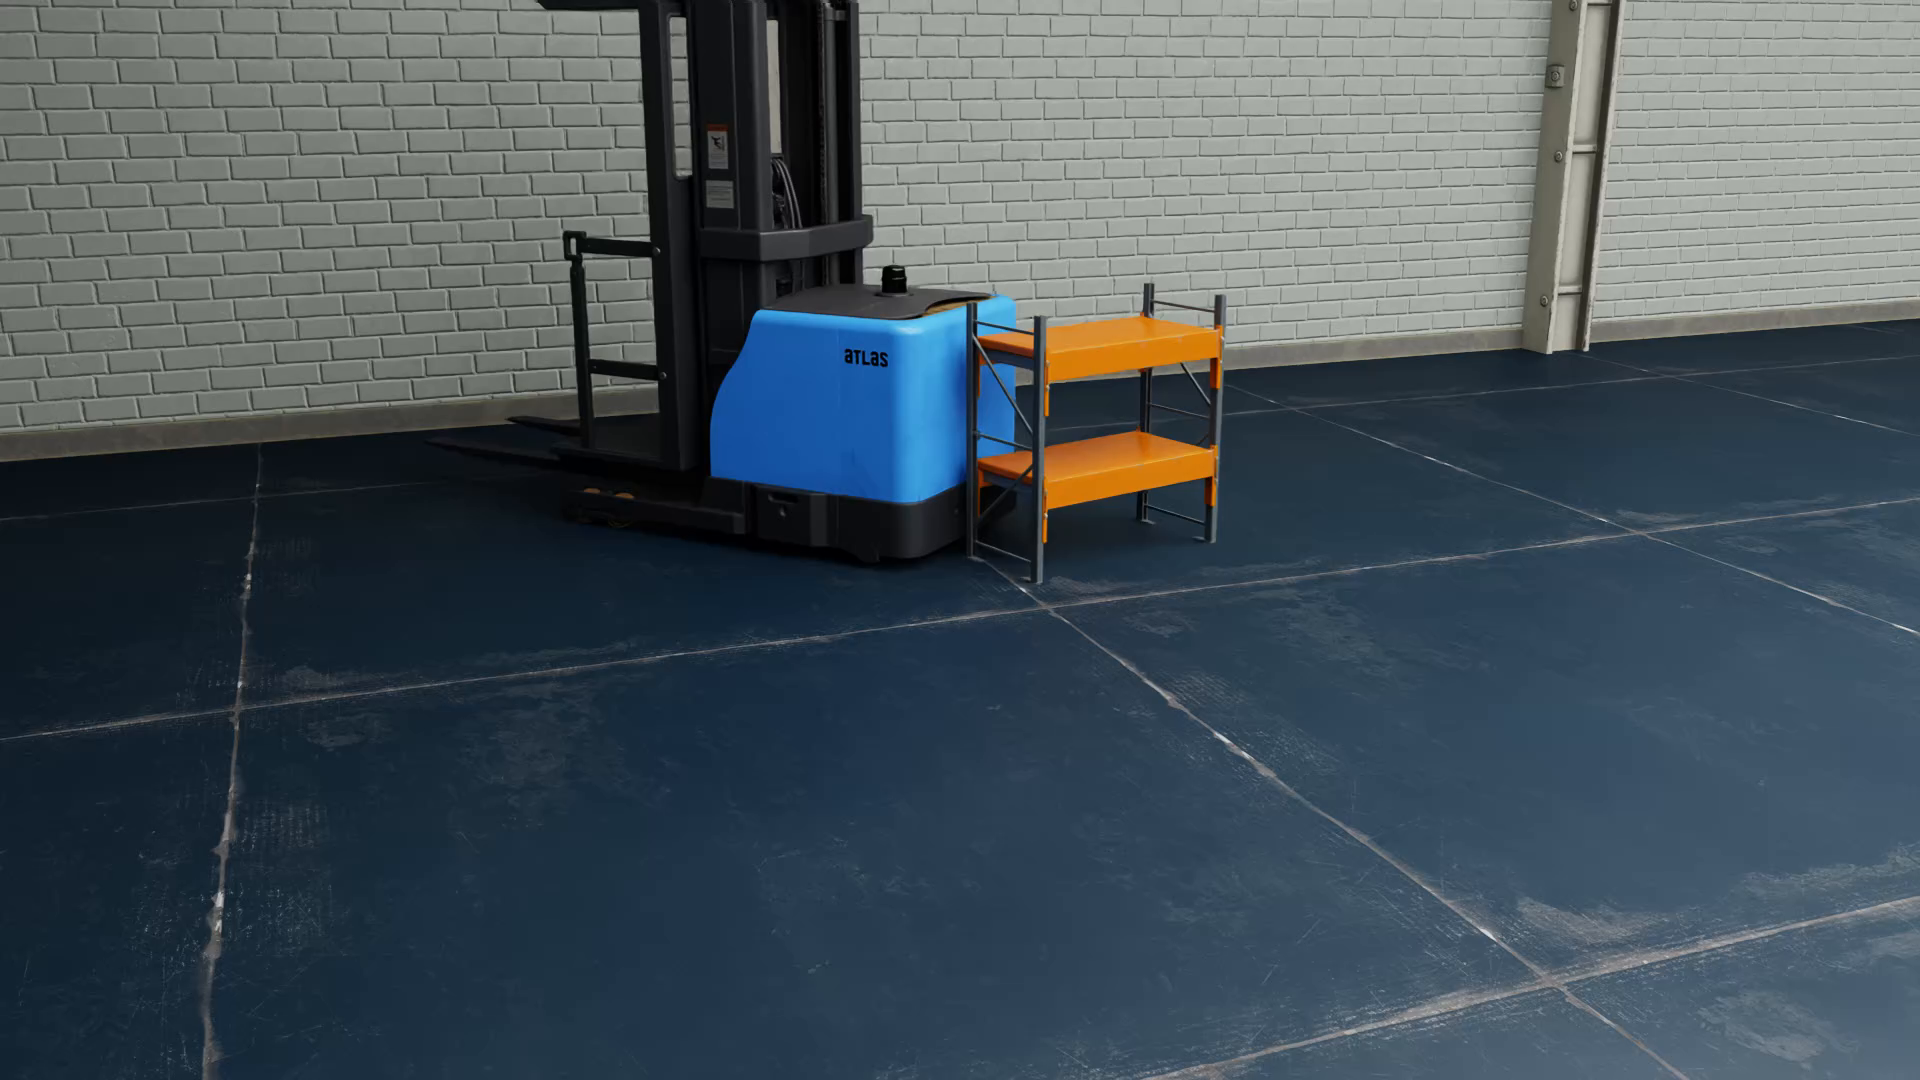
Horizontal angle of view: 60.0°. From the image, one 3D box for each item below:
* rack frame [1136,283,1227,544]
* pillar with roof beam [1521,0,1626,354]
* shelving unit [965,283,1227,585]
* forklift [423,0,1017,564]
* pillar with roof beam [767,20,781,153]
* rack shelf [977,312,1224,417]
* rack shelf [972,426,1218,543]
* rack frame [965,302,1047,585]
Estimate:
[{"bbox_3d":[1.002,-0.581,7.581,0.032,1.125,0.500,-12,20,-35],"label":"rack frame"},{"bbox_3d":[5.998,-4.618,7.353,0.400,9.000,9.100,-6,17,-20],"label":"pillar with roof beam"},{"bbox_3d":[0.594,-0.496,7.290,1.048,1.125,0.538,-12,20,-35],"label":"shelving unit"},{"bbox_3d":[-1.272,-1.581,7.779,3.031,2.935,1.130,9,18,27],"label":"forklift"},{"bbox_3d":[0.395,-4.013,5.293,0.400,9.000,9.100,-6,17,-20],"label":"pillar with roof beam"},{"bbox_3d":[0.594,-0.776,7.207,1.000,0.278,0.538,-12,20,-35],"label":"rack shelf"},{"bbox_3d":[0.594,-0.261,7.358,1.000,0.278,0.538,-12,20,-35],"label":"rack shelf"},{"bbox_3d":[0.186,-0.410,6.998,0.032,1.125,0.500,-12,20,-35],"label":"rack frame"}]
